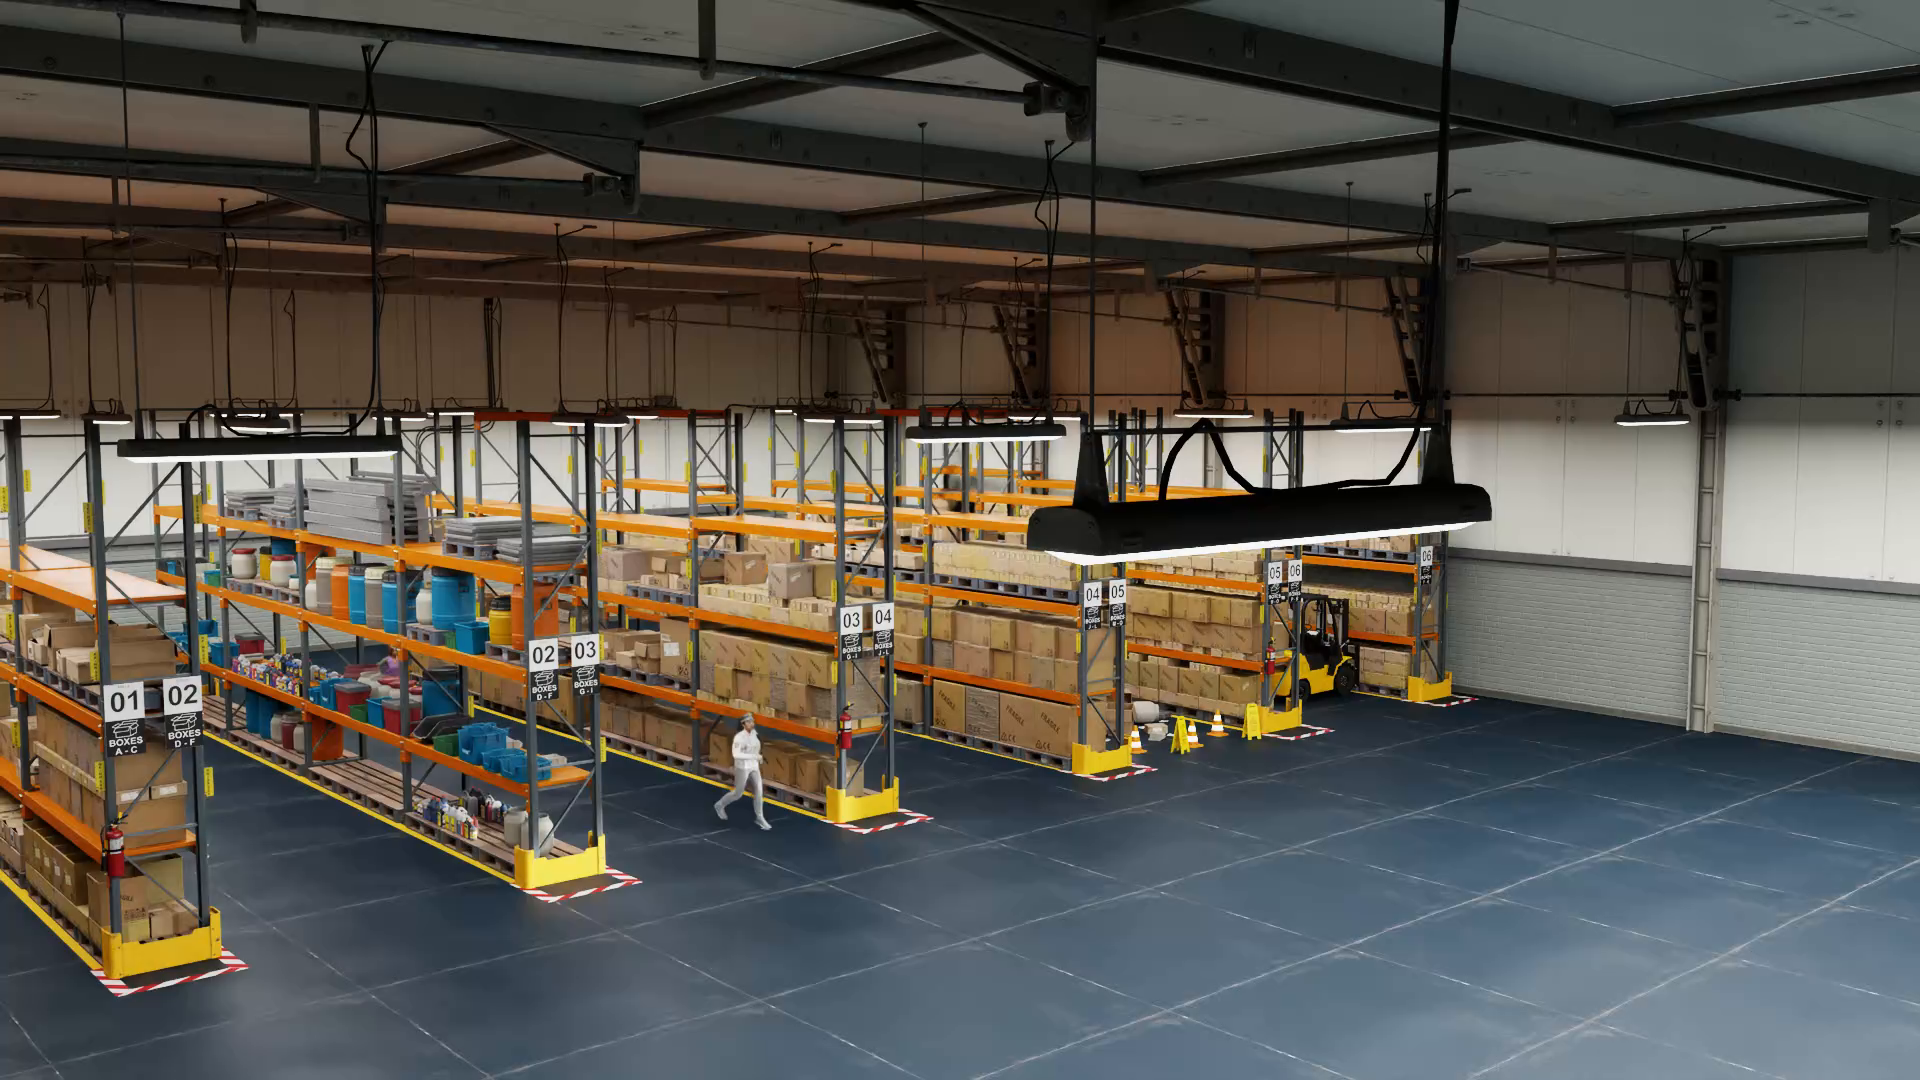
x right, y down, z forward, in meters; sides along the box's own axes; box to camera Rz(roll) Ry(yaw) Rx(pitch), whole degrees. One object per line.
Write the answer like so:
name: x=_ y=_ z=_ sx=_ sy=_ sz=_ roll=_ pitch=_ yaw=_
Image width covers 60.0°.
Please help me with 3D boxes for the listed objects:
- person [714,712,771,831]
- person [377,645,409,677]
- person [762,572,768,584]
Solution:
person: x=-3.154 y=3.349 z=24.346 sx=0.937 sy=1.717 sz=0.622 roll=4 pitch=6 yaw=37
person: x=-10.679 y=2.759 z=31.324 sx=0.855 sy=1.612 sz=0.520 roll=4 pitch=7 yaw=41
person: x=-5.250 y=1.586 z=44.453 sx=0.610 sy=1.695 sz=0.742 roll=-2 pitch=5 yaw=-19
